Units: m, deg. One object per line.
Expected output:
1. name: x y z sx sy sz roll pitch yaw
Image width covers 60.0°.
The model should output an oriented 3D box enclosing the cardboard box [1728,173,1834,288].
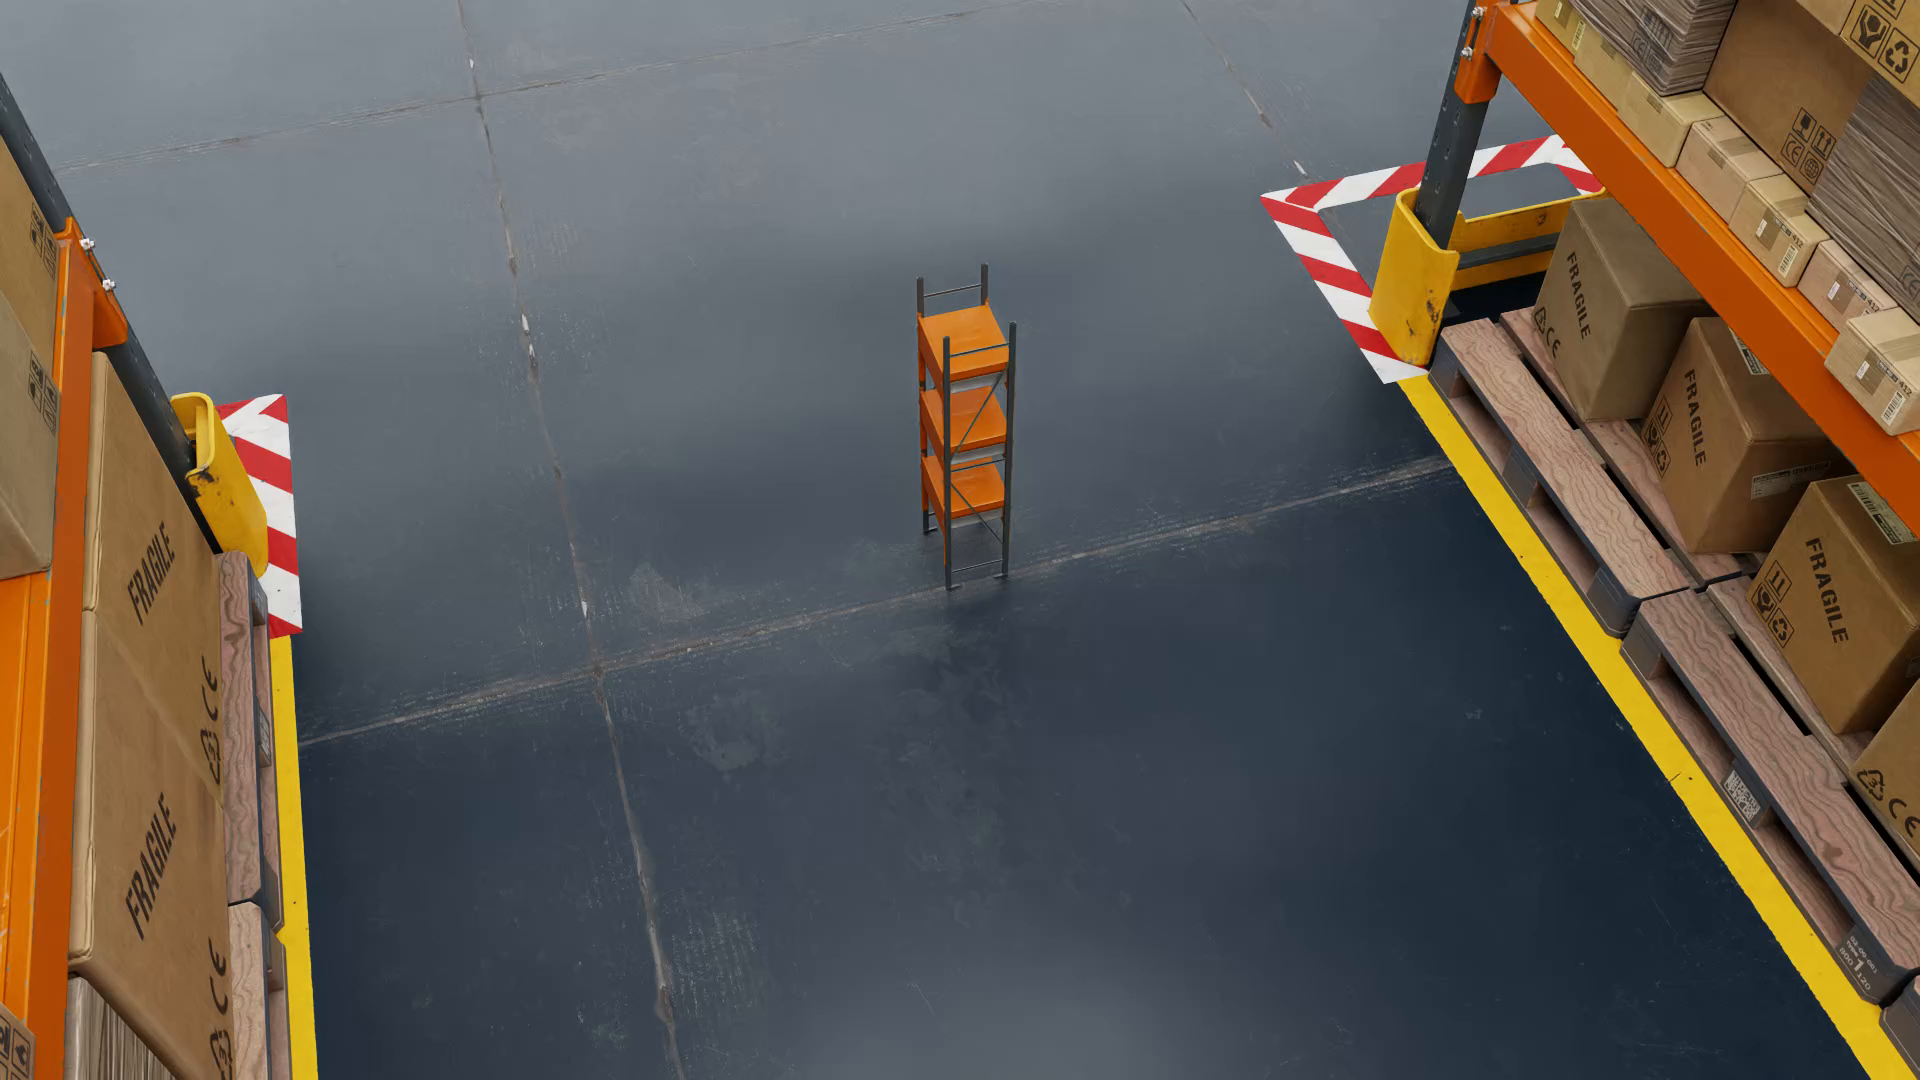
1. cardboard box: 2.160 -0.792 4.120 0.380 0.149 0.250 -13 51 -11

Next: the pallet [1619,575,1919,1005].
1. pallet: 2.613 0.575 4.627 1.003 0.211 1.213 -13 51 -11

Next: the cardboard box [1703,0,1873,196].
1. cardboard box: 2.426 -1.253 4.084 0.875 0.500 0.500 -13 51 -11

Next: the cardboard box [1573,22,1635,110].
1. cardboard box: 1.939 -1.340 4.582 0.380 0.149 0.250 -13 51 -11

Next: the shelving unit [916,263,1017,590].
1. shelving unit: 0.016 -0.299 4.816 0.215 1.050 0.252 -13 51 -11

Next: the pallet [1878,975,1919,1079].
1. pallet: 2.978 1.467 3.875 1.003 0.211 1.213 -13 51 -11

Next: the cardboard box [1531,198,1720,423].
1. cardboard box: 2.196 -0.740 5.272 0.500 0.500 0.500 -5 50 -4

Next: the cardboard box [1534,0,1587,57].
1. cardboard box: 1.884 -1.527 4.740 0.380 0.149 0.250 -13 51 -11

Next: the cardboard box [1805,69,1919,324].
1. cardboard box: 2.533 -0.878 3.768 0.875 0.500 0.500 -13 51 -11

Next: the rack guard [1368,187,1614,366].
1. rack guard: 2.050 -1.009 5.774 1.175 0.500 0.348 -13 51 -11

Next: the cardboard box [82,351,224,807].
1. cardboard box: -2.477 0.207 4.229 0.875 0.875 0.875 -13 51 -11

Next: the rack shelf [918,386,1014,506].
1. rack shelf: 0.016 -0.292 4.824 0.215 0.259 0.240 -13 51 -11

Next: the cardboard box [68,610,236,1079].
1. cardboard box: -2.215 0.849 3.687 0.875 0.875 0.875 -14 51 -12

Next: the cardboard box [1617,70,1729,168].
1. cardboard box: 1.999 -1.154 4.426 0.380 0.149 0.250 -13 51 -11

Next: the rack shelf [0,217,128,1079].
1. rack shelf: -2.150 0.870 3.025 1.077 0.370 4.000 -13 51 -11

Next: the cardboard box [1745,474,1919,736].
1. cardboard box: 2.572 0.150 4.522 0.500 0.500 0.500 -9 50 -8

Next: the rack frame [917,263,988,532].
1. rack frame: -0.020 -0.388 4.891 0.200 1.050 0.008 -13 51 -11

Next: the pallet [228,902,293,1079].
1. pallet: -2.073 1.532 3.821 1.003 0.211 1.213 -13 51 -11

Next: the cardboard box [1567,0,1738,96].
1. cardboard box: 2.163 -1.591 4.369 0.875 0.500 0.500 -13 51 -11

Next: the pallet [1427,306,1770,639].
1. pallet: 2.256 -0.315 5.377 1.003 0.211 1.213 -13 51 -11

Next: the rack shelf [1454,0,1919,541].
1. rack shelf: 2.619 -0.178 3.909 1.077 0.370 4.000 -13 51 -11

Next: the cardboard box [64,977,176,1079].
1. cardboard box: -1.947 1.515 3.126 0.875 0.875 0.875 -13 51 -11

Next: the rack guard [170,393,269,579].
1. rack guard: -2.748 -0.035 4.952 1.175 0.500 0.348 -13 51 -11

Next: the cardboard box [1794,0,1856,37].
1. cardboard box: 2.071 -1.491 3.631 0.500 0.500 0.500 -13 51 -11

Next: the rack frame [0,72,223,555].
1. rack frame: -2.741 -0.823 3.982 1.000 3.000 0.127 -13 51 -11

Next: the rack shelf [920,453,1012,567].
1. rack shelf: 0.016 -0.113 5.036 0.215 0.259 0.240 -13 51 -11

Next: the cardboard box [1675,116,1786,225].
1. cardboard box: 2.093 -0.977 4.276 0.380 0.149 0.250 -13 51 -11

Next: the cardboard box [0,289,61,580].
1. cardboard box: -2.404 -0.214 3.370 0.875 0.550 0.550 -13 51 -11

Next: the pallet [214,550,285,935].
1. pallet: -2.430 0.642 4.571 1.003 0.211 1.213 -13 51 -11

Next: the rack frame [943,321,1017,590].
1. rack frame: 0.052 -0.210 4.741 0.200 1.050 0.008 -13 51 -11

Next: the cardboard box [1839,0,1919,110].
1. cardboard box: 2.220 -1.126 3.323 0.500 0.500 0.500 -13 51 -11

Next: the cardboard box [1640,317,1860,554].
1. cardboard box: 2.405 -0.311 4.911 0.500 0.500 0.500 -2 50 -1

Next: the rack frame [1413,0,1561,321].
1. rack frame: 2.027 -1.870 4.865 1.000 3.000 0.127 -13 51 -11

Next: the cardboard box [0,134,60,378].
1. cardboard box: -2.588 -0.610 3.705 0.875 0.550 0.550 -13 51 -11

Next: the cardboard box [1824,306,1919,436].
1. cardboard box: 2.235 -0.410 3.798 0.380 0.149 0.250 -13 51 -11

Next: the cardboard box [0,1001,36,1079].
1. cardboard box: -1.910 0.966 2.376 0.875 0.550 0.550 -13 51 -11

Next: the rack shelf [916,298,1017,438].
1. rack shelf: 0.016 -0.475 4.607 0.215 0.259 0.240 -13 51 -11

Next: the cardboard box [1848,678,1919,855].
1. cardboard box: 2.695 0.568 4.170 0.500 0.500 0.500 -17 52 -14

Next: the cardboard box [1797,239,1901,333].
1. cardboard box: 2.260 -0.616 3.972 0.380 0.149 0.250 -13 51 -11
